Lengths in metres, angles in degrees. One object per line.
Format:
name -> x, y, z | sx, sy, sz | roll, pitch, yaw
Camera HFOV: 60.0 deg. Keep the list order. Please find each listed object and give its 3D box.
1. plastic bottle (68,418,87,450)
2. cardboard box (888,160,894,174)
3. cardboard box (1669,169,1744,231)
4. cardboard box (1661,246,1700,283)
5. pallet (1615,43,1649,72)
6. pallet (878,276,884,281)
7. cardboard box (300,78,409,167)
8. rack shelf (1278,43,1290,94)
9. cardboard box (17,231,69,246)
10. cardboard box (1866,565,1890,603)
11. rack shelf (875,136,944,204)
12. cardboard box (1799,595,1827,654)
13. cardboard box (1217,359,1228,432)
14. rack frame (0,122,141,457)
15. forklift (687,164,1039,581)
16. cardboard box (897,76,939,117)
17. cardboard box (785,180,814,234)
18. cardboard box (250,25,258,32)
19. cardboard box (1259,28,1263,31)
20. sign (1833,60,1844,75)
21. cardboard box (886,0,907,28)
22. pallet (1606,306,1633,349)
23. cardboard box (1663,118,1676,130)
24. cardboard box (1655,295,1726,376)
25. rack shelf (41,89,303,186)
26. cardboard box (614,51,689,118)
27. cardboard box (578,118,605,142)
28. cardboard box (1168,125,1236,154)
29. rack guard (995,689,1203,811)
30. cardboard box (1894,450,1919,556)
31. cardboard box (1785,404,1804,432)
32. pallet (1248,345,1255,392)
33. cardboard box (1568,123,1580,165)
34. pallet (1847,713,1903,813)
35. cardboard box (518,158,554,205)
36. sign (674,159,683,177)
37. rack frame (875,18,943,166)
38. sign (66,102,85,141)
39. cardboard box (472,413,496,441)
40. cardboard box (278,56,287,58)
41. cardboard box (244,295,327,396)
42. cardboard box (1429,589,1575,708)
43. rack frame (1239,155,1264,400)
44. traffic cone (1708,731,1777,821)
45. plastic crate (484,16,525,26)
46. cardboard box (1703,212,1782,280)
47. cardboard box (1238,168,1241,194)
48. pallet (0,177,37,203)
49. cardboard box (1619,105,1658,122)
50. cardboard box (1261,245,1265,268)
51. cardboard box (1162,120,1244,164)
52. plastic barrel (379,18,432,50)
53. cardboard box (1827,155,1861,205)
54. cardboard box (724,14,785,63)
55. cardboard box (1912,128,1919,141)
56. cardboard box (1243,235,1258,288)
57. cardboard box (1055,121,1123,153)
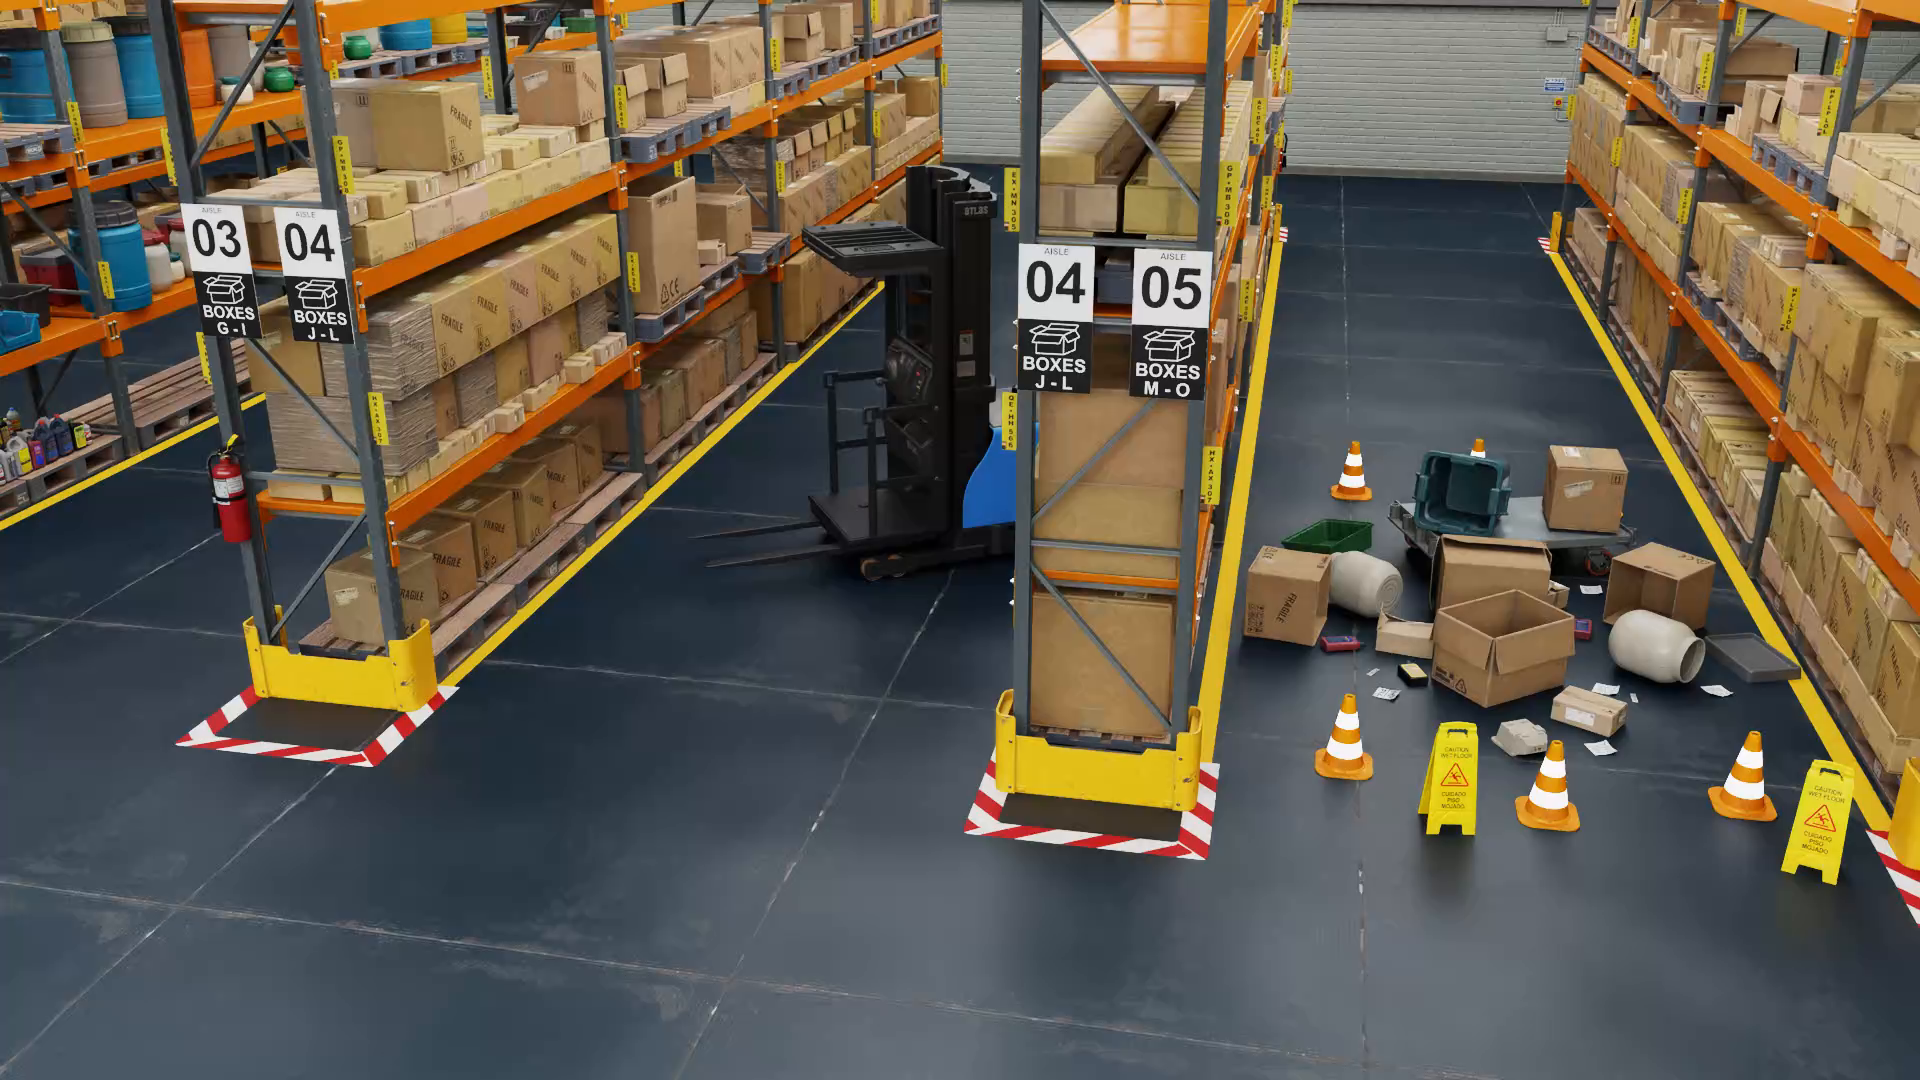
plastic bottle -> -7.835, -0.951, 14.747 | 0.061, 0.283, 0.133 | 6, 23, 14
cardboard box -> -1.086, -4.915, 21.878 | 0.380, 0.149, 0.250 | 5, 23, 13
cardboard box -> 7.156, -3.257, 15.953 | 0.500, 0.500, 0.500 | 4, 22, 9
cardboard box -> 7.156, -2.673, 16.176 | 0.500, 0.250, 0.500 | 4, 22, 9
pallet -> 8.300, -5.649, 19.469 | 1.003, 0.211, 1.213 | 4, 22, 11
pallet -> -1.347, -3.735, 22.344 | 1.003, 0.211, 1.213 | 4, 22, 11
cardboard box -> -3.959, -2.761, 10.978 | 0.500, 0.500, 0.500 | 4, 22, 11
rack shelf -> 3.665, -6.130, 21.507 | 1.077, 0.370, 4.000 | 4, 22, 11
cardboard box -> -11.511, -3.614, 21.069 | 0.500, 0.500, 0.500 | 4, 22, 10
cardboard box -> 5.646, 0.276, 9.900 | 0.380, 0.149, 0.250 | 5, 22, 12
rack shelf -> -1.170, -5.154, 23.098 | 1.077, 0.370, 4.000 | 4, 22, 11
cardboard box -> 5.902, 0.591, 10.989 | 0.500, 0.250, 0.500 | 4, 22, 10
cardboard box -> 1.470, -1.146, 11.984 | 0.875, 0.550, 0.550 | 4, 22, 11
rack frame -> -8.060, -2.208, 14.821 | 1.000, 3.000, 0.127 | 4, 22, 11
forklift -> -0.582, -1.275, 12.597 | 3.031, 2.935, 1.130 | -8, 23, -20
cardboard box -> -0.604, -6.437, 24.120 | 0.500, 0.500, 0.500 | 5, 22, 12
cardboard box -> -1.926, -3.685, 18.355 | 0.500, 0.500, 0.500 | 4, 22, 9
cardboard box -> -10.626, -7.542, 24.250 | 0.500, 0.250, 0.500 | 4, 22, 11
cardboard box -> 2.911, -5.083, 16.785 | 0.396, 0.266, 0.258 | 4, 22, 11
sign -> 7.838, -4.127, 14.878 | 0.100, 0.325, 0.005 | 4, 22, 11
cardboard box -> -1.118, -7.103, 22.129 | 0.700, 0.500, 0.500 | 5, 23, 13
pallet -> 8.039, -2.419, 19.078 | 1.003, 0.211, 1.213 | 4, 22, 11
cardboard box -> 8.457, -4.667, 19.453 | 0.500, 0.500, 0.500 | 5, 22, 11
cardboard box -> 7.529, -1.993, 16.570 | 0.875, 0.875, 0.875 | 4, 22, 10
rack shelf -> -7.652, -3.997, 16.211 | 1.077, 0.370, 4.000 | 4, 22, 11
cardboard box -> -2.827, -3.973, 14.489 | 0.797, 0.503, 0.637 | 5, 23, 13
cardboard box -> -2.994, -3.196, 12.927 | 0.380, 0.149, 0.250 | 5, 23, 13
cardboard box -> 1.396, -2.308, 9.627 | 0.380, 0.149, 0.250 | 4, 22, 10
rack guard -> 0.803, 1.216, 9.665 | 1.175, 0.500, 0.348 | 4, 22, 11
cardboard box -> 5.622, -0.199, 9.300 | 0.500, 0.500, 0.500 | 5, 22, 11
cardboard box -> 6.112, -0.868, 11.829 | 0.380, 0.149, 0.250 | 4, 22, 11
pallet -> 2.601, -1.870, 17.715 | 1.003, 0.211, 1.213 | 4, 22, 11
cardboard box -> 8.560, -5.356, 22.504 | 0.500, 0.500, 0.500 | 4, 22, 10
pallet -> 5.890, 1.359, 9.696 | 1.003, 0.211, 1.213 | 4, 22, 11
cardboard box -> -3.264, -2.589, 11.951 | 0.500, 0.250, 0.500 | 4, 22, 11
sign -> -2.939, -3.871, 17.401 | 0.100, 0.325, 0.005 | 4, 22, 11
rack frame -> -0.762, -6.219, 24.780 | 1.000, 3.000, 0.127 | 4, 22, 11
sign -> -7.523, -3.558, 14.144 | 0.100, 0.325, 0.005 | 4, 22, 11
cardboard box -> -3.487, -0.795, 11.648 | 0.380, 0.149, 0.250 | 4, 22, 11
cardboard box -> -10.281, -7.302, 25.997 | 0.500, 0.500, 0.500 | 4, 22, 10
cardboard box -> -4.157, -1.236, 10.536 | 0.500, 0.500, 0.500 | 4, 22, 11
cardboard box -> 3.554, 0.711, 10.916 | 0.797, 0.503, 0.637 | -11, 25, -26
rack frame -> 2.440, -2.878, 16.485 | 1.000, 3.000, 0.127 | 4, 22, 11
traffic cone -> 4.499, 1.309, 9.484 | 0.336, 0.463, 0.334 | 4, 22, 11
plastic crate -> -6.365, -7.146, 23.225 | 0.437, 0.282, 0.530 | 4, 22, 11
cardboard box -> 6.889, -2.579, 14.648 | 0.500, 0.500, 0.500 | 6, 23, 14
cardboard box -> 1.604, -2.308, 10.694 | 0.380, 0.149, 0.250 | 4, 22, 10
pallet -> -12.022, -4.214, 20.059 | 1.213, 0.211, 1.003 | 4, 22, 11
cardboard box -> 7.874, -4.949, 19.285 | 0.380, 0.149, 0.250 | 4, 22, 10
cardboard box -> 3.234, -3.246, 19.177 | 0.500, 0.250, 0.500 | 6, 23, 13
cardboard box -> 1.567, -2.549, 10.759 | 0.500, 0.250, 0.500 | 4, 22, 10
plastic barrel -> -6.626, -6.317, 19.774 | 0.600, 0.901, 0.708 | 4, 22, 11
cardboard box -> 6.133, -2.395, 11.072 | 0.500, 0.250, 0.500 | 4, 22, 10
cardboard box -> -2.251, -5.477, 18.226 | 0.500, 0.500, 0.500 | 6, 23, 14
cardboard box -> 7.002, -2.775, 11.851 | 0.500, 0.250, 0.500 | 4, 22, 9
cardboard box -> 2.508, -2.557, 15.554 | 0.500, 0.500, 0.500 | 4, 22, 11
cardboard box -> 0.753, -2.358, 9.752 | 0.380, 0.149, 0.250 | 5, 22, 11
